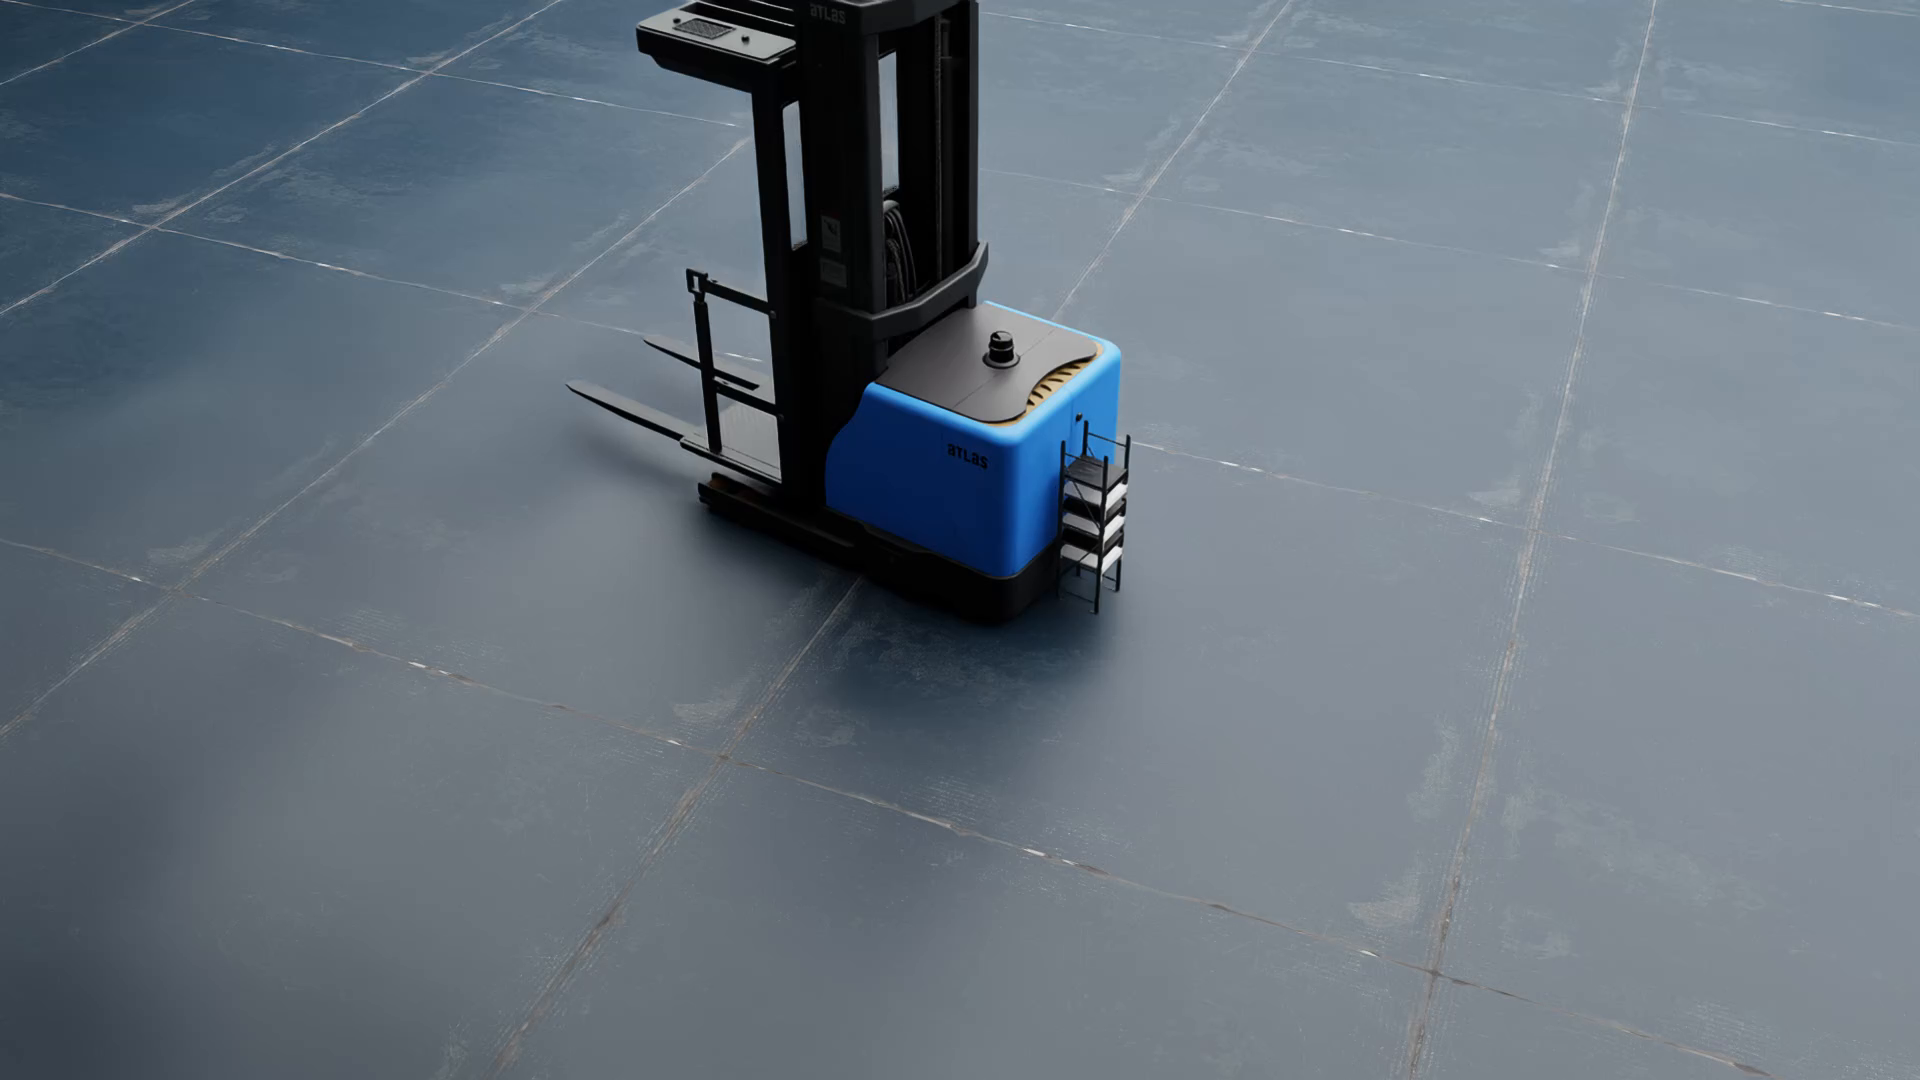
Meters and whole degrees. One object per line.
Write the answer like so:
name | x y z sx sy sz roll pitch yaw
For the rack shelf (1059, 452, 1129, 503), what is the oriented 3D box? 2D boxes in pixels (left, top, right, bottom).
rack shelf | 0.611 -0.286 7.587 0.258 0.077 0.200 22 42 26

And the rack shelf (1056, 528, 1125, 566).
rack shelf | 0.611 0.002 7.803 0.258 0.077 0.200 22 42 26

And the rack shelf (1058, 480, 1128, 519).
rack shelf | 0.611 -0.214 7.641 0.258 0.077 0.200 22 42 26

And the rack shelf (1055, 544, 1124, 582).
rack shelf | 0.611 0.074 7.857 0.258 0.077 0.200 22 42 26

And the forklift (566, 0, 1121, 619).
forklift | -0.729 -1.496 7.905 3.031 2.935 1.130 23 42 27

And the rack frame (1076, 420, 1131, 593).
rack frame | 0.667 -0.147 7.797 0.240 0.900 0.006 22 42 26

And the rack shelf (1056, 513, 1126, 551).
rack shelf | 0.611 -0.070 7.749 0.258 0.077 0.200 22 42 26

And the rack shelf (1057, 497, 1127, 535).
rack shelf | 0.611 -0.142 7.695 0.258 0.077 0.200 22 42 26

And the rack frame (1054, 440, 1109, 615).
rack frame | 0.555 -0.046 7.661 0.240 0.900 0.006 22 42 26

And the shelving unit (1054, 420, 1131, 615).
shelving unit | 0.611 -0.096 7.729 0.258 0.900 0.210 22 42 26
